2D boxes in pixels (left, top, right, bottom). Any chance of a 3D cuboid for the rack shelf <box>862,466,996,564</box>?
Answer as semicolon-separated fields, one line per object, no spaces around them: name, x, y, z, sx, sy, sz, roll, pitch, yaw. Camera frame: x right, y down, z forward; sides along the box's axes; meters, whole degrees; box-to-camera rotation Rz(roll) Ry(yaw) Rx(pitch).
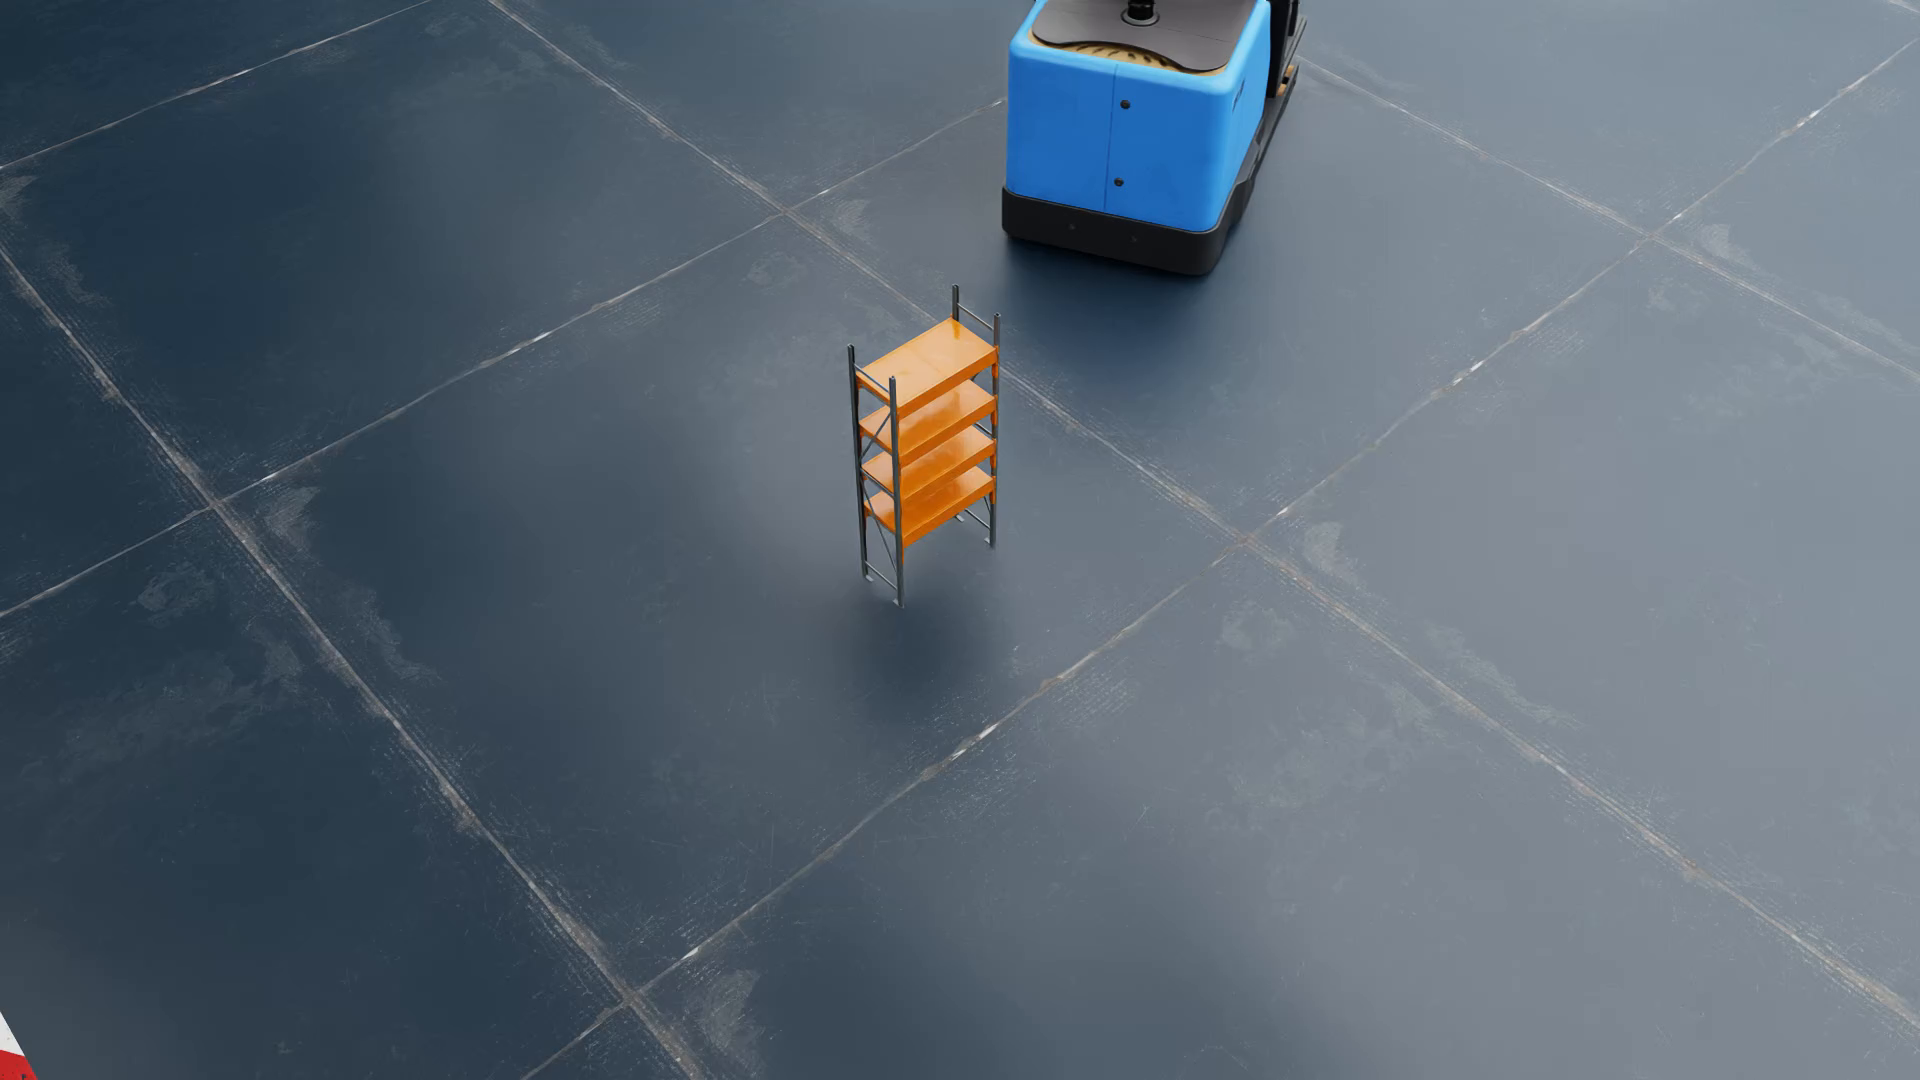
rack shelf;-0.122;-0.145;6.429;0.480;0.148;0.258;-34;56;-27

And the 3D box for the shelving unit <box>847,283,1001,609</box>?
shelving unit;-0.122;-0.325;6.234;0.503;1.200;0.258;-34;56;-27

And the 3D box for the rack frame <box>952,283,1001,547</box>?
rack frame;0.058;-0.446;6.345;0.015;1.200;0.240;-34;56;-27

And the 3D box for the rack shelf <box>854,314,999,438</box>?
rack shelf;-0.122;-0.592;5.945;0.480;0.148;0.258;-34;56;-27

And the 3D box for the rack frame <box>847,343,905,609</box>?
rack frame;-0.303;-0.204;6.122;0.015;1.200;0.240;-34;56;-27

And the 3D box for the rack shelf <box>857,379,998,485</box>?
rack shelf;-0.122;-0.431;6.119;0.480;0.148;0.258;-34;56;-27

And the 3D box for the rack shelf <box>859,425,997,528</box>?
rack shelf;-0.122;-0.279;6.283;0.480;0.148;0.258;-34;56;-27

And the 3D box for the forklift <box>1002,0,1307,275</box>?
forklift;1.178;-3.342;7.840;1.130;2.935;3.031;15;49;13
